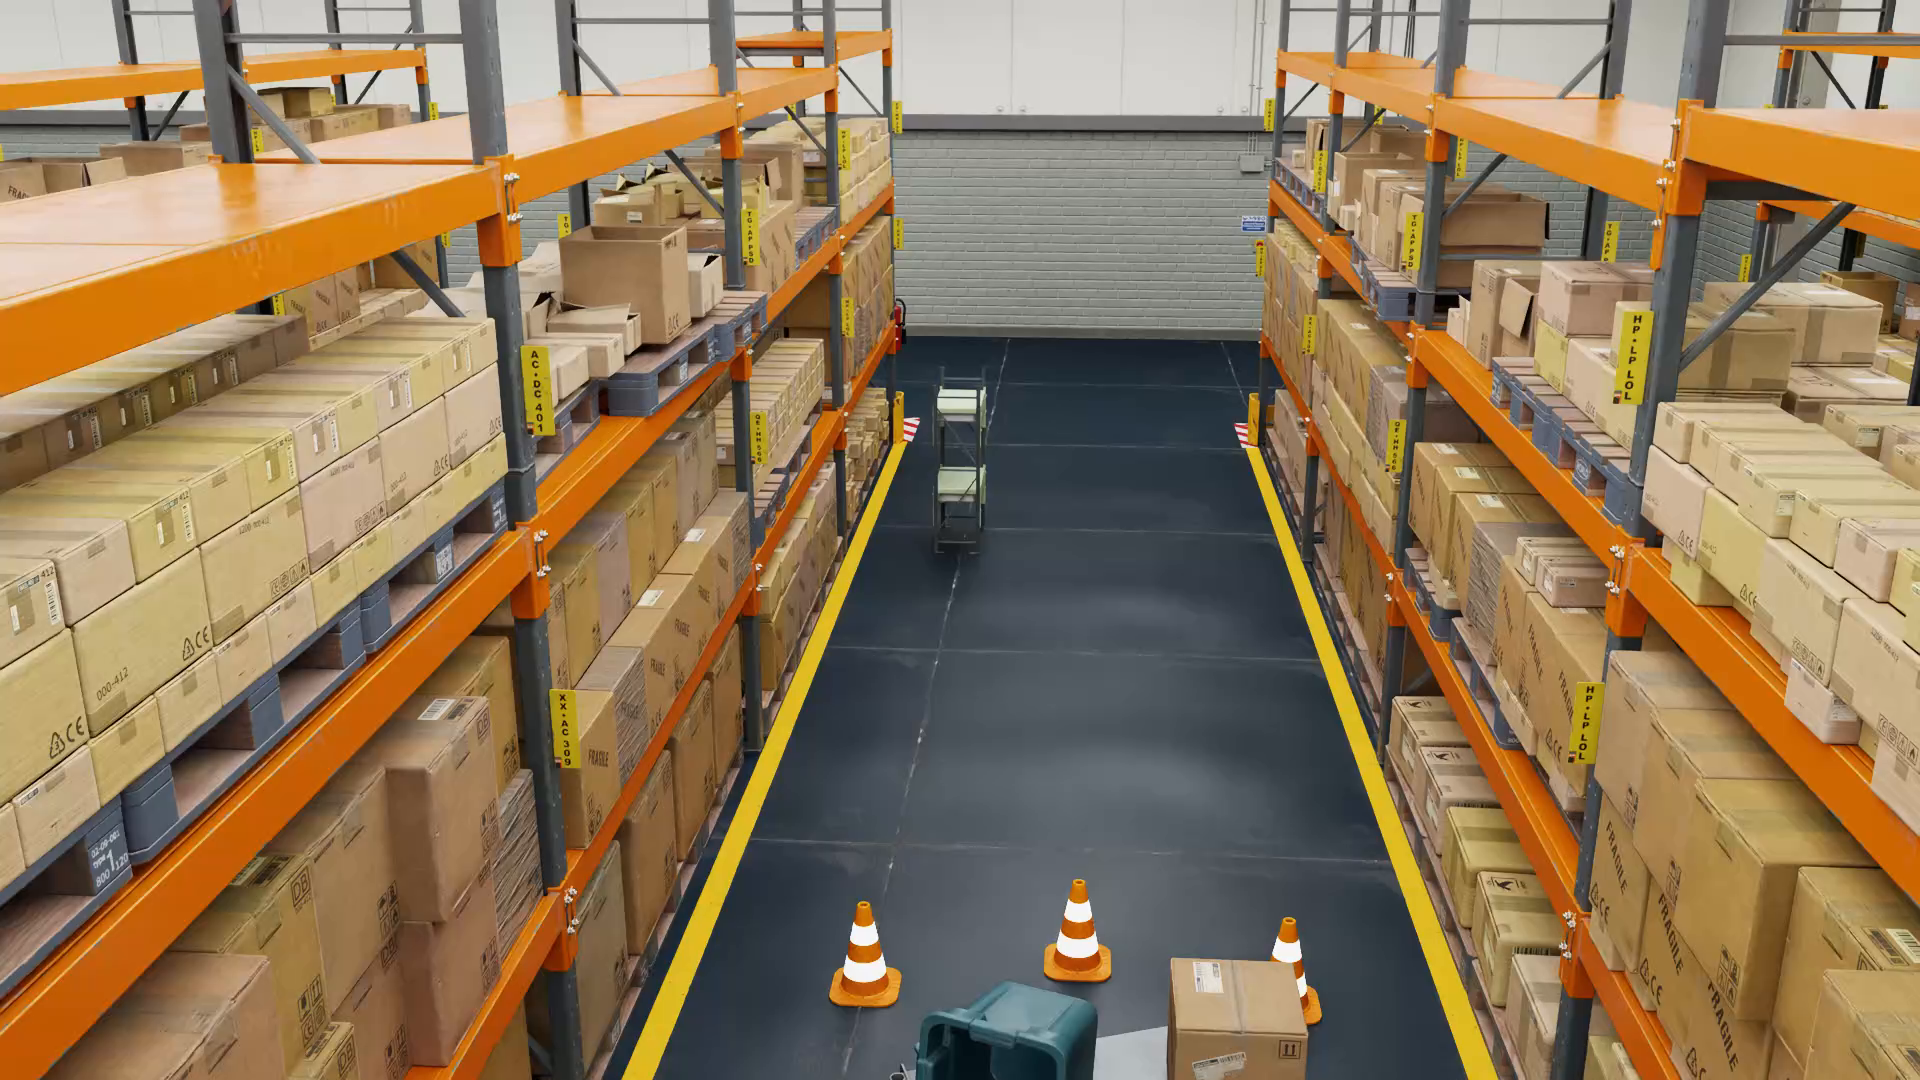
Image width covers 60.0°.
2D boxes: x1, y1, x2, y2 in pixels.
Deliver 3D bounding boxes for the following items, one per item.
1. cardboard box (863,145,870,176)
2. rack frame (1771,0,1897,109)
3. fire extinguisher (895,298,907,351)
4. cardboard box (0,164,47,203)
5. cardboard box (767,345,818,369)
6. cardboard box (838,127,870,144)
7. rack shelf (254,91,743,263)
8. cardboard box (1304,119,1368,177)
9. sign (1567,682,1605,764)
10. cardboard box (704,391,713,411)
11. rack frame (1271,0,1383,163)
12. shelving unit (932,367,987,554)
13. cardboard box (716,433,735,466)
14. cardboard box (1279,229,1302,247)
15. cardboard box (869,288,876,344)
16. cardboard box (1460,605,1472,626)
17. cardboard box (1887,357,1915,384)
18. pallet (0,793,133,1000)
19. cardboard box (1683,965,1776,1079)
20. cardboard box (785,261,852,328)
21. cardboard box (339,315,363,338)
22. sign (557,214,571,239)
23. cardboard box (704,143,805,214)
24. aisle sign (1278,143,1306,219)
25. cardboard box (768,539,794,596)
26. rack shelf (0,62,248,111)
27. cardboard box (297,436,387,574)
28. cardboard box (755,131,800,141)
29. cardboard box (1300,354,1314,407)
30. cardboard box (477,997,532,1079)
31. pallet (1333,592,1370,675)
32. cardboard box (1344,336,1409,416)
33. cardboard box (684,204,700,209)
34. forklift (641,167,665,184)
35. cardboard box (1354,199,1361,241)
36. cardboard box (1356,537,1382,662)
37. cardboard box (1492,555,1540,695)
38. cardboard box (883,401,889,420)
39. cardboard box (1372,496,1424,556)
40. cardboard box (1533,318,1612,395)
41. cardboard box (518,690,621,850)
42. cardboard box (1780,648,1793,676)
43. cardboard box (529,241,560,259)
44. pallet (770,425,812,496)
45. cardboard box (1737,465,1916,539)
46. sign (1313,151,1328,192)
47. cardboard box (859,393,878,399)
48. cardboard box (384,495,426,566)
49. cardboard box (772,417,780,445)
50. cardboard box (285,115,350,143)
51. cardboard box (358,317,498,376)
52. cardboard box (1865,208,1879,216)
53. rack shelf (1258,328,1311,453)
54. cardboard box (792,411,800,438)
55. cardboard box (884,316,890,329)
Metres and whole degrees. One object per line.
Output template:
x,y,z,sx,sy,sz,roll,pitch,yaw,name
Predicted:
-1.108,-3.533,15.509,0.500,0.250,0.500,0,18,2,cardboard box
8.689,-5.227,16.422,1.000,3.000,0.127,1,18,4,rack frame
-0.728,-2.418,18.210,0.296,0.674,0.183,1,18,4,fire extinguisher
-6.774,-2.356,11.642,0.500,0.500,0.500,2,18,7,cardboard box
-1.346,-1.473,13.373,0.380,0.149,0.250,1,18,2,cardboard box
-1.061,-3.839,15.802,0.380,0.149,0.250,2,18,5,cardboard box
-1.923,-1.778,7.694,1.077,0.370,4.000,1,18,4,rack shelf
3.444,-3.583,15.227,0.500,0.500,0.500,2,18,5,cardboard box
2.324,0.680,6.171,0.100,0.325,0.005,1,18,4,sign
-2.069,-1.024,12.482,0.380,0.149,0.250,1,18,3,cardboard box
3.738,-5.336,16.757,1.000,3.000,0.127,1,18,4,rack frame
0.000,-0.711,14.683,0.431,1.500,0.755,1,18,4,shelving unit
-1.553,-0.583,10.660,0.380,0.149,0.250,1,18,4,cardboard box
3.355,-2.969,16.358,0.380,0.149,0.250,1,18,2,cardboard box
-1.097,-2.136,15.986,0.500,0.500,0.500,2,18,7,cardboard box
2.857,0.348,8.771,0.380,0.149,0.250,2,18,7,cardboard box
8.196,-1.367,14.041,0.500,0.250,0.500,2,18,5,cardboard box
-2.311,0.791,3.017,1.003,0.211,1.213,1,18,4,pallet
2.506,1.495,4.904,0.500,0.500,0.500,1,18,3,cardboard box
-1.218,-2.121,14.334,0.500,0.500,0.500,2,18,5,cardboard box
-6.066,-1.990,15.941,0.500,0.250,0.500,2,18,5,cardboard box
-2.321,-1.764,9.841,0.100,0.325,0.005,1,18,4,sign
-1.630,-2.879,13.241,0.700,0.500,0.500,1,18,4,cardboard box
3.454,-3.750,17.374,0.394,0.787,0.004,1,18,4,aisle sign
-1.453,0.186,11.674,0.500,0.250,0.500,1,18,3,cardboard box
-6.577,-3.162,11.919,1.077,0.370,4.000,1,18,4,rack shelf
-1.920,-0.109,4.550,0.500,0.250,0.500,1,18,3,cardboard box
-1.679,-3.688,15.341,0.380,0.149,0.250,1,18,3,cardboard box
3.230,-1.440,14.341,0.500,0.500,0.500,1,18,4,cardboard box
-2.182,2.166,6.232,0.875,0.875,0.875,2,18,5,cardboard box
3.386,0.703,12.438,1.003,0.211,1.213,1,18,4,pallet
3.055,-1.160,11.881,0.500,0.500,0.500,1,18,3,cardboard box
-1.930,-2.047,11.374,0.500,0.500,0.500,1,18,4,cardboard box
-2.881,-2.323,17.307,1.130,2.935,3.031,0,18,0,forklift
2.971,-2.245,11.680,0.396,0.266,0.258,3,18,8,cardboard box
3.365,0.320,11.868,0.875,0.875,0.875,2,18,5,cardboard box
2.759,0.390,7.602,0.500,0.500,0.500,2,18,6,cardboard box
-0.960,-1.380,17.745,0.380,0.149,0.250,1,18,2,cardboard box
2.942,-0.092,10.628,0.500,0.250,0.500,1,18,2,cardboard box
2.854,-0.812,7.334,0.500,0.250,0.500,2,18,5,cardboard box
-1.761,0.958,7.023,0.500,0.500,0.500,1,18,5,cardboard box
2.541,0.346,4.636,0.380,0.149,0.250,1,18,2,cardboard box
-2.051,-1.490,9.144,0.500,0.311,0.500,1,18,4,cardboard box
-1.679,-0.604,12.258,1.003,0.211,1.213,1,18,4,pallet
2.467,-0.109,4.743,0.380,0.149,0.250,1,18,4,cardboard box
2.898,-2.964,13.376,0.100,0.325,0.005,1,18,4,sign
-1.067,-1.445,17.465,0.380,0.149,0.250,2,18,5,cardboard box
-1.827,-0.032,4.956,0.380,0.149,0.250,1,18,4,cardboard box
-1.475,-0.770,11.707,0.380,0.149,0.250,1,18,4,cardboard box
-6.215,-3.755,15.752,0.700,0.500,0.500,2,18,6,cardboard box
-1.775,-0.649,5.557,0.380,0.149,0.250,1,18,3,cardboard box
8.265,-2.954,14.707,0.380,0.149,0.250,1,18,4,cardboard box
3.595,-1.522,15.907,1.077,0.370,4.000,1,18,4,rack shelf
-1.414,-0.870,12.490,0.380,0.149,0.250,2,18,6,cardboard box
-0.948,-2.338,17.643,0.380,0.149,0.250,1,18,4,cardboard box
